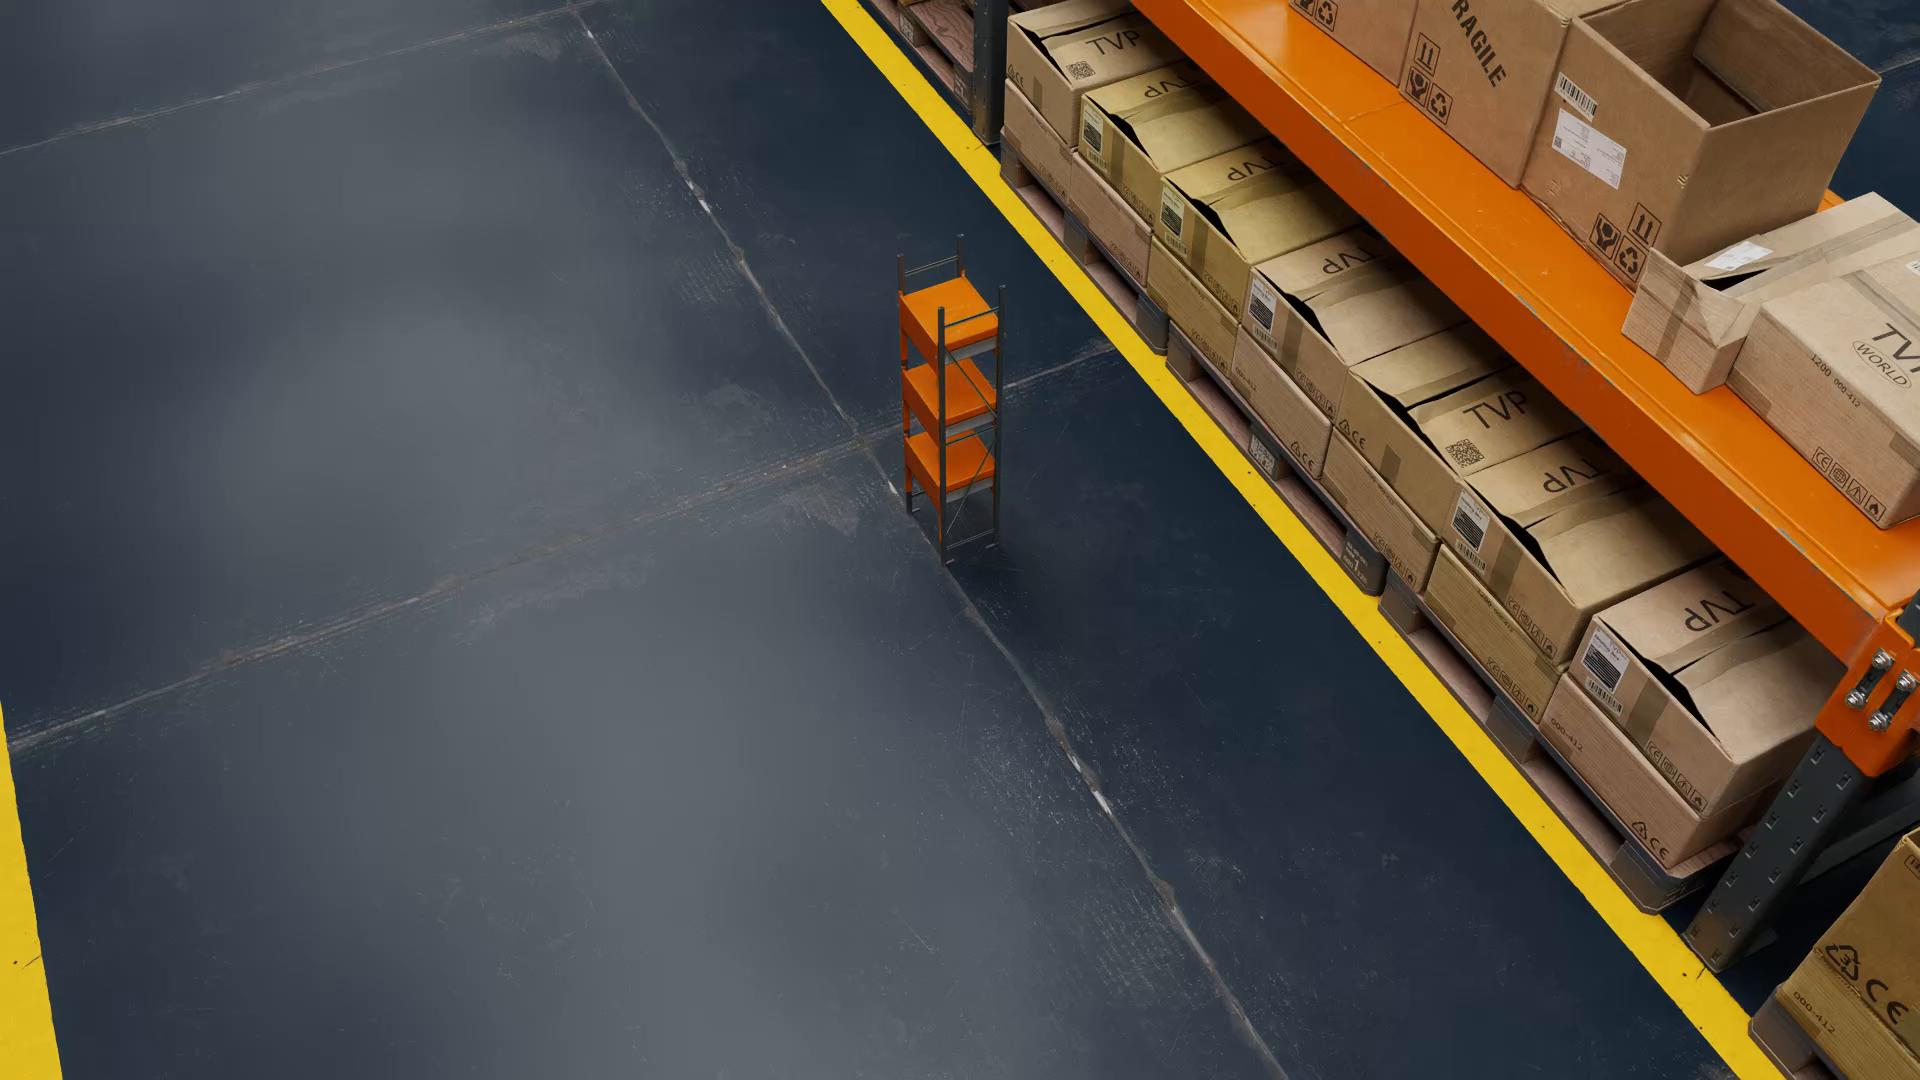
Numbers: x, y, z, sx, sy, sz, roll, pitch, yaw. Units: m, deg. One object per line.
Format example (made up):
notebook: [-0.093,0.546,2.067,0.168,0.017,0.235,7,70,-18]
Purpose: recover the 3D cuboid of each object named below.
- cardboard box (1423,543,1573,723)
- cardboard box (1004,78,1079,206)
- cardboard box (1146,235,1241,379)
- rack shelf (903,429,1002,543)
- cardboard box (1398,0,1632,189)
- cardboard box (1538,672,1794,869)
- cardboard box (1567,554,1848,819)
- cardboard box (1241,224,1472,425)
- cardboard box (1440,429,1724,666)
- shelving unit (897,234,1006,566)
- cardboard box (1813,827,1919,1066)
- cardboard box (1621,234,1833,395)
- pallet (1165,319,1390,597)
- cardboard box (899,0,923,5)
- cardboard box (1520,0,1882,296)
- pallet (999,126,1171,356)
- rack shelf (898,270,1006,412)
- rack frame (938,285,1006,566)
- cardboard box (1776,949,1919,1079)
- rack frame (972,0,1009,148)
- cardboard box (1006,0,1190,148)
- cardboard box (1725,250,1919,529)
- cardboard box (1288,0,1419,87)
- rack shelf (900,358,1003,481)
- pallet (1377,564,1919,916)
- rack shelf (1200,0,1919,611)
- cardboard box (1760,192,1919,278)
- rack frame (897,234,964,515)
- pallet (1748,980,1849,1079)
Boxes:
cardboard box: [1.675,0.169,4.657,0.500,0.250,0.500,-22,52,-18]
cardboard box: [0.500,-1.540,6.152,0.500,0.250,0.500,-21,52,-18]
cardboard box: [0.974,-0.858,5.555,0.500,0.250,0.500,-22,53,-18]
rack shelf: [-0.024,-0.191,5.103,0.215,0.259,0.240,-21,52,-18]
cardboard box: [1.545,-1.322,4.347,0.500,0.500,0.500,-21,52,-17]
cardboard box: [1.905,0.508,4.361,0.500,0.250,0.500,-22,52,-18]
cardboard box: [1.912,0.329,4.145,0.500,0.311,0.500,-21,52,-18]
cardboard box: [1.215,-0.690,5.036,0.500,0.311,0.500,-22,52,-18]
cardboard box: [1.668,-0.017,4.447,0.500,0.311,0.500,-20,52,-17]
shelving unit: [-0.024,-0.381,4.886,0.215,1.050,0.252,-21,52,-18]
cardboard box: [2.286,0.857,3.557,0.500,0.500,0.500,-21,52,-18]
cardboard box: [1.787,-0.562,3.838,0.396,0.266,0.258,-22,52,-18]
pallet: [1.418,-0.460,5.512,1.003,0.211,1.213,-21,52,-18]
cardboard box: [-0.115,-2.625,6.922,0.500,0.500,0.500,-19,52,-16]
cardboard box: [1.774,-0.986,4.053,0.500,0.500,0.500,-18,51,-15]
pallet: [0.864,-1.276,6.226,1.003,0.211,1.213,-21,52,-18]
rack shelf: [-0.024,-0.561,4.681,0.215,0.259,0.240,-21,52,-18]
rack frame: [0.031,-0.300,4.815,0.200,1.050,0.008,-21,52,-18]
cardboard box: [2.295,1.101,3.842,0.500,0.250,0.500,-21,52,-18]
rack frame: [0.522,-2.758,5.670,1.000,3.000,0.127,-21,52,-18]
cardboard box: [0.500,-1.724,5.940,0.500,0.311,0.500,-20,52,-16]
cardboard box: [2.088,-0.346,3.660,0.500,0.250,0.500,-18,51,-15]
cardboard box: [1.304,-1.674,4.655,0.500,0.500,0.500,-24,53,-19]
rack shelf: [-0.024,-0.374,4.894,0.215,0.259,0.240,-21,52,-18]
pallet: [1.980,0.357,4.797,1.003,0.211,1.213,-21,52,-18]
rack shelf: [1.437,-1.247,4.696,0.919,0.124,3.809,-21,52,-18]
cardboard box: [2.128,-0.662,4.003,0.380,0.149,0.250,-21,52,-18]
rack frame: [-0.080,-0.463,4.958,0.200,1.050,0.008,-21,52,-18]
pallet: [2.679,1.383,3.900,1.003,0.211,1.213,-21,52,-18]
